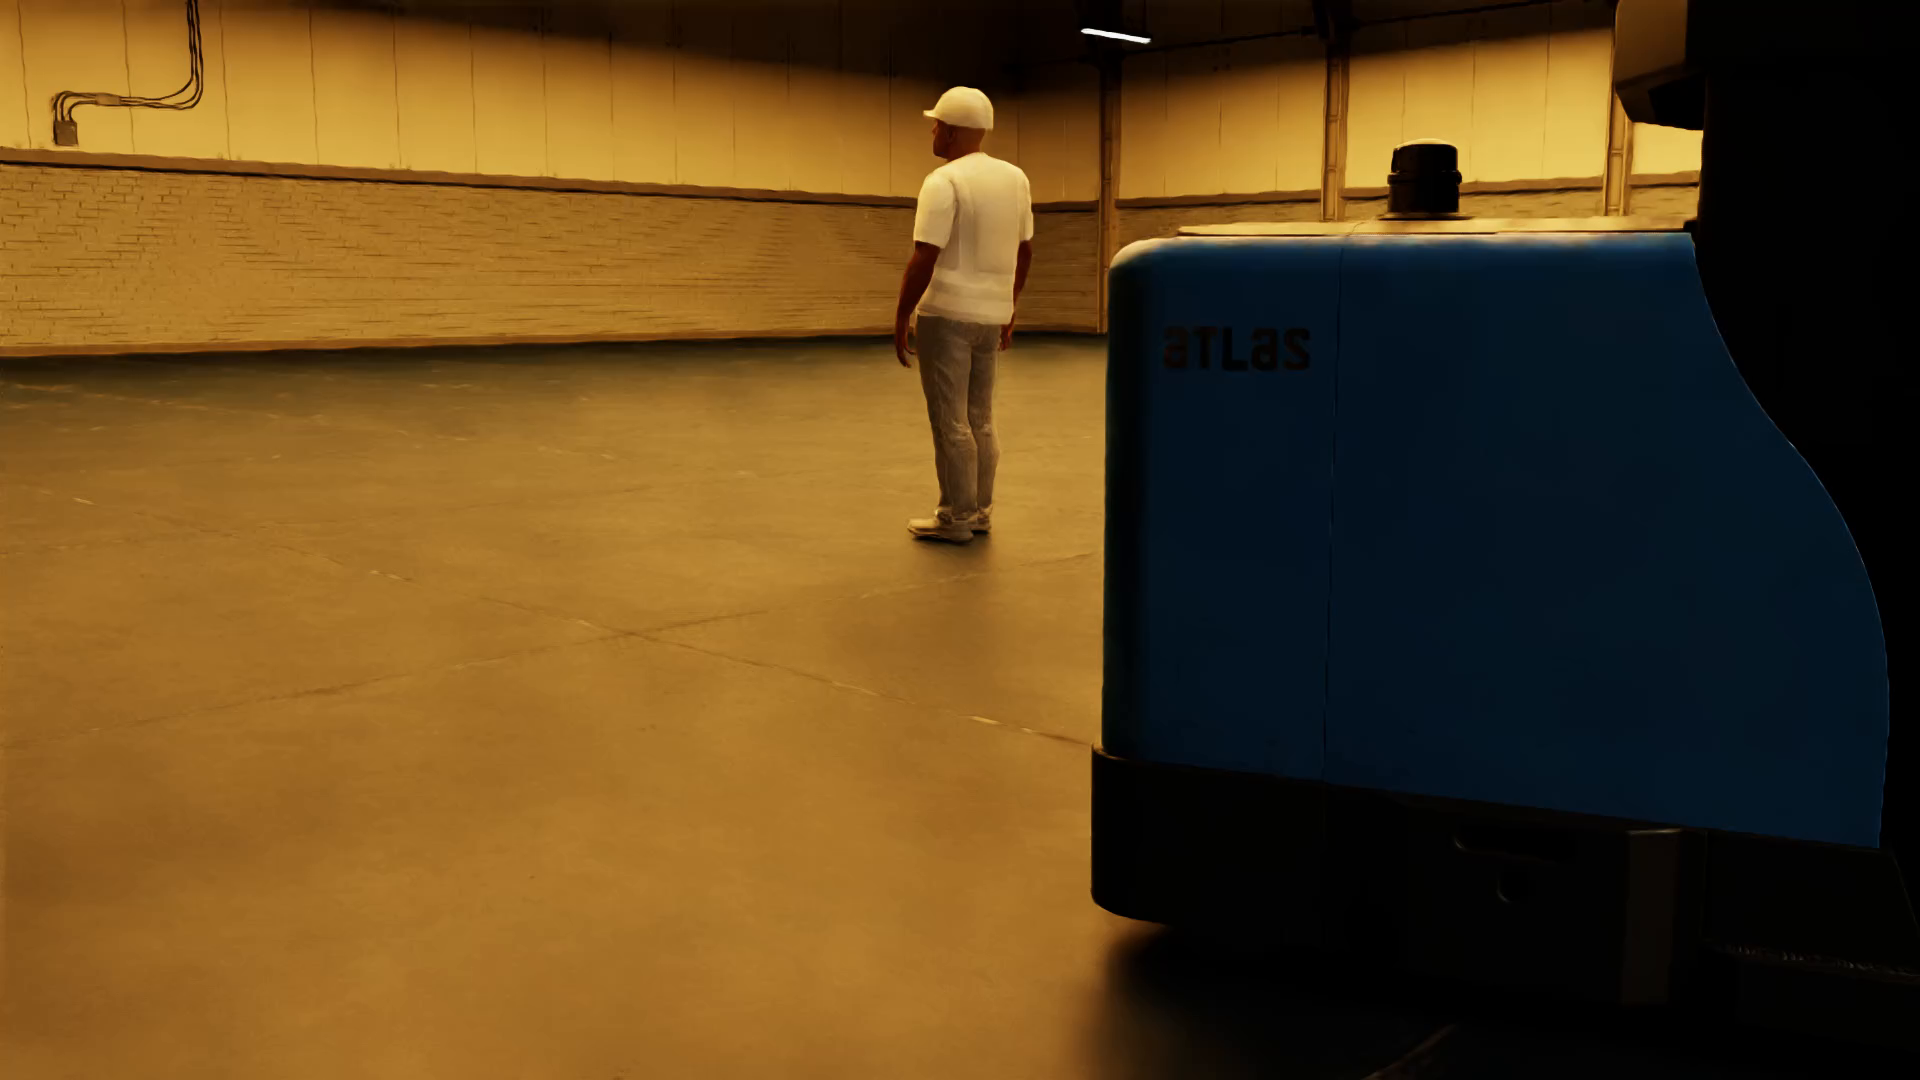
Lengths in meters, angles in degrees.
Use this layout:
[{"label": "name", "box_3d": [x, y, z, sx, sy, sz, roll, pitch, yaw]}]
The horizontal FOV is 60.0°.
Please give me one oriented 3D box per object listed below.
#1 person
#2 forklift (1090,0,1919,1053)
[{"label": "person", "box_3d": [-0.046, -0.888, 6.636, 0.576, 1.766, 0.665, 8, 12, 43]}, {"label": "forklift", "box_3d": [1.765, -0.799, 2.177, 3.031, 2.935, 1.130, 4, 9, 24]}]
